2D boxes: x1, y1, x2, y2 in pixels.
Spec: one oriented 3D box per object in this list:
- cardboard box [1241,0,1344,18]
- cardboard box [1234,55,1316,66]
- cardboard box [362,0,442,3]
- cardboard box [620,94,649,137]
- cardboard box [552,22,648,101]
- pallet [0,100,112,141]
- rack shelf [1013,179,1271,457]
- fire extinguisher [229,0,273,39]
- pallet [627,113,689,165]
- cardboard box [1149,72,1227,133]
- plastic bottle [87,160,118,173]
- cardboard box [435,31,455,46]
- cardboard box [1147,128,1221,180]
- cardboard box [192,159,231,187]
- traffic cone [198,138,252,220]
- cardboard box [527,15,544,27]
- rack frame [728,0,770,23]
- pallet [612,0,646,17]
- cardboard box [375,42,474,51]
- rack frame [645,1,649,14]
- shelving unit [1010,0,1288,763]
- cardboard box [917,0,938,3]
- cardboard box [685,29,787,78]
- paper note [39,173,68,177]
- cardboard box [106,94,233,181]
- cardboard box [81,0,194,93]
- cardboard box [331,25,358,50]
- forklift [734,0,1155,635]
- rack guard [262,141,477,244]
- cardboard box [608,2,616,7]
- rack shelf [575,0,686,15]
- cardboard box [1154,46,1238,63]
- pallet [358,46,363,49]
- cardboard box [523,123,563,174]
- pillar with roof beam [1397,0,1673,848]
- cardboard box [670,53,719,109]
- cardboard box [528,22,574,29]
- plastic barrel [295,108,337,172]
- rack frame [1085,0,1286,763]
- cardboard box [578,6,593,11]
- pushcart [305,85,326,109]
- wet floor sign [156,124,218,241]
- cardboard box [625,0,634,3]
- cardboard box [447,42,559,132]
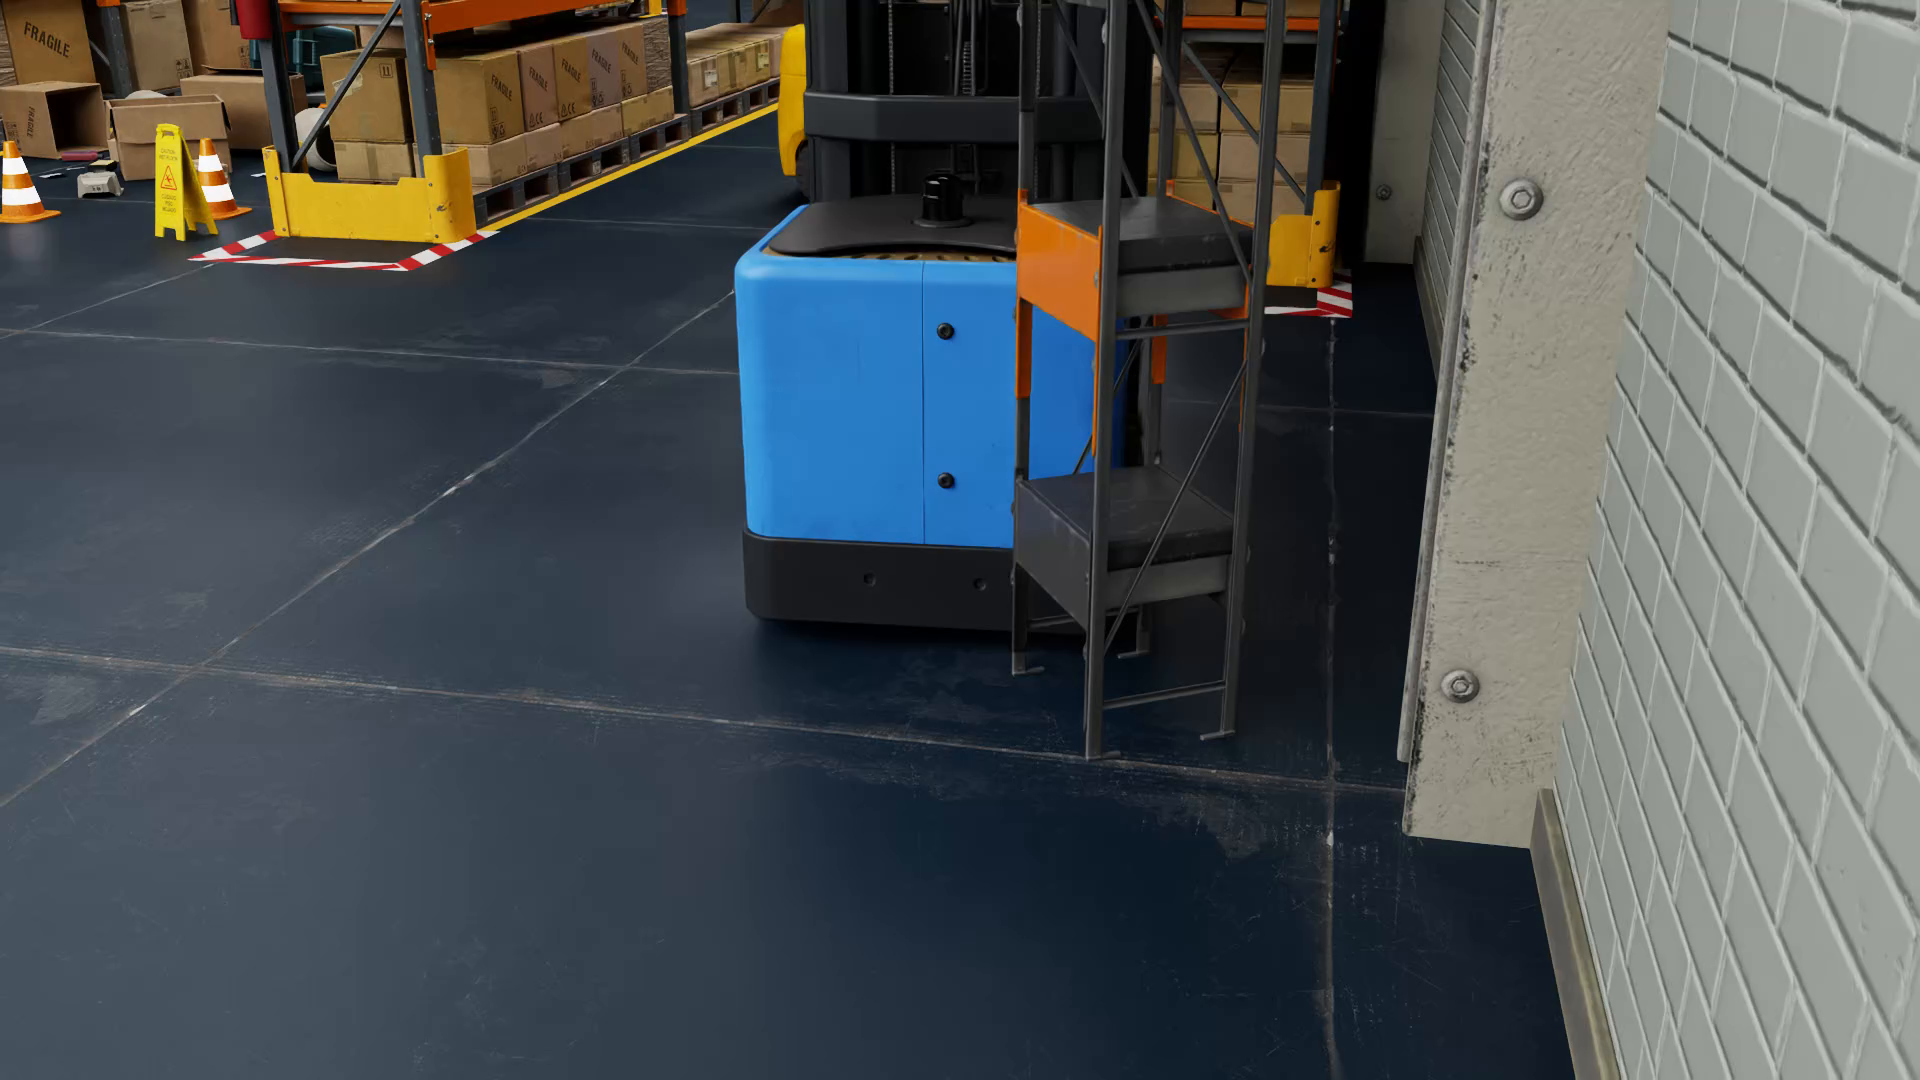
[{"bbox_3d":[1.755,-3.008,8.674,0.500,0.500,0.500,5,23,13],"label":"cardboard box"},{"bbox_3d":[1.877,-2.711,9.851,0.500,0.250,0.500,4,22,11],"label":"cardboard box"},{"bbox_3d":[-3.206,-3.171,9.547,0.380,0.149,0.250,5,22,11],"label":"cardboard box"},{"bbox_3d":[-2.618,-3.129,12.225,0.500,0.250,0.500,4,22,9],"label":"cardboard box"},{"bbox_3d":[-2.622,-3.486,12.108,0.500,0.500,0.500,5,22,12],"label":"cardboard box"},{"bbox_3d":[-7.760,-3.416,13.554,1.003,0.211,1.213,4,22,11],"label":"pallet"},{"bbox_3d":[0.412,-0.536,3.911,0.431,0.518,0.480,-8,23,-18],"label":"rack shelf"},{"bbox_3d":[-3.952,-3.136,9.229,0.296,0.674,0.183,4,22,11],"label":"fire extinguisher"},{"bbox_3d":[-2.764,-3.100,12.768,1.003,0.211,1.213,4,22,11],"label":"pallet"},{"bbox_3d":[1.171,-2.377,9.021,0.500,0.250,0.500,5,23,13],"label":"cardboard box"},{"bbox_3d":[-6.148,-2.685,11.938,0.133,0.061,0.283,-3,22,-8],"label":"plastic bottle"},{"bbox_3d":[-3.506,-3.291,10.756,0.380,0.149,0.250,5,22,12],"label":"cardboard box"},{"bbox_3d":[1.176,-2.155,9.138,0.500,0.250,0.500,4,22,10],"label":"cardboard box"},{"bbox_3d":[-5.188,-2.489,11.336,0.380,0.149,0.250,18,28,38],"label":"cardboard box"},{"bbox_3d":[-4.653,-2.258,10.340,0.336,0.463,0.334,4,22,11],"label":"traffic cone"},{"bbox_3d":[-3.234,-3.785,11.984,0.380,0.149,0.250,5,23,13],"label":"cardboard box"},{"bbox_3d":[-1.845,-6.105,16.496,1.000,3.000,0.127,4,22,11],"label":"rack frame"},{"bbox_3d":[-5.295,-7.755,24.326,1.003,0.211,1.213,4,22,11],"label":"pallet"},{"bbox_3d":[-3.466,-2.950,10.778,0.500,0.500,0.500,5,23,13],"label":"cardboard box"},{"bbox_3d":[-5.079,-9.371,24.606,1.000,3.000,0.127,4,22,11],"label":"rack frame"},{"bbox_3d":[0.412,-0.549,3.906,0.431,2.100,0.503,-8,23,-18],"label":"shelving unit"},{"bbox_3d":[-0.796,-6.795,21.078,0.875,0.438,0.875,4,22,10],"label":"cardboard box"},{"bbox_3d":[-2.113,-4.604,15.725,0.950,0.372,0.625,4,22,10],"label":"cardboard box"},{"bbox_3d":[-6.371,-2.570,11.696,0.144,0.017,0.142,13,25,29],"label":"paper note"},{"bbox_3d":[-5.598,-2.856,11.772,0.797,0.503,0.637,-11,25,-26],"label":"cardboard box"},{"bbox_3d":[-7.489,-4.367,14.631,1.050,0.750,0.750,4,22,11],"label":"cardboard box"},{"bbox_3d":[-6.924,-5.380,17.147,1.050,0.750,0.750,4,22,10],"label":"cardboard box"},{"bbox_3d":[0.089,-1.614,5.439,1.130,2.935,3.031,3,22,6],"label":"forklift"},{"bbox_3d":[-3.462,-2.047,9.767,1.175,0.500,0.348,4,22,11],"label":"rack guard"},{"bbox_3d":[-5.102,-7.653,23.596,0.380,0.149,0.250,3,22,9],"label":"cardboard box"},{"bbox_3d":[-2.253,-5.039,14.814,1.077,0.370,4.000,4,22,11],"label":"rack shelf"},{"bbox_3d":[1.473,-2.934,10.404,0.500,0.250,0.500,4,22,10],"label":"cardboard box"},{"bbox_3d":[-6.551,-5.437,18.571,1.003,0.211,1.213,4,22,11],"label":"pallet"},{"bbox_3d":[-2.931,-2.558,10.809,0.500,0.250,0.500,5,23,13],"label":"cardboard box"},{"bbox_3d":[-3.032,-3.904,3.002,9.100,9.000,0.400,4,22,11],"label":"pillar with roof beam"},{"bbox_3d":[-2.557,-3.810,13.753,0.950,0.372,0.625,5,22,12],"label":"cardboard box"},{"bbox_3d":[-3.144,-3.517,12.186,0.500,0.500,0.500,5,23,13],"label":"cardboard box"},{"bbox_3d":[-4.538,-2.855,11.875,0.421,0.421,0.512,-16,27,-35],"label":"plastic barrel"},{"bbox_3d":[0.494,-0.463,3.693,0.400,2.100,0.015,-8,23,-18],"label":"rack frame"},{"bbox_3d":[-5.282,-7.366,22.883,0.380,0.149,0.250,4,22,9],"label":"cardboard box"},{"bbox_3d":[-4.904,-3.581,13.739,1.648,0.377,0.936,-3,22,-8],"label":"pushcart"},{"bbox_3d":[-4.564,-2.099,9.701,0.267,0.644,0.232,13,25,29],"label":"wet floor sign"},{"bbox_3d":[-4.936,-7.933,24.290,0.380,0.149,0.250,5,23,13],"label":"cardboard box"},{"bbox_3d":[-2.936,-2.920,10.704,0.500,0.500,0.500,4,22,9],"label":"cardboard box"}]
